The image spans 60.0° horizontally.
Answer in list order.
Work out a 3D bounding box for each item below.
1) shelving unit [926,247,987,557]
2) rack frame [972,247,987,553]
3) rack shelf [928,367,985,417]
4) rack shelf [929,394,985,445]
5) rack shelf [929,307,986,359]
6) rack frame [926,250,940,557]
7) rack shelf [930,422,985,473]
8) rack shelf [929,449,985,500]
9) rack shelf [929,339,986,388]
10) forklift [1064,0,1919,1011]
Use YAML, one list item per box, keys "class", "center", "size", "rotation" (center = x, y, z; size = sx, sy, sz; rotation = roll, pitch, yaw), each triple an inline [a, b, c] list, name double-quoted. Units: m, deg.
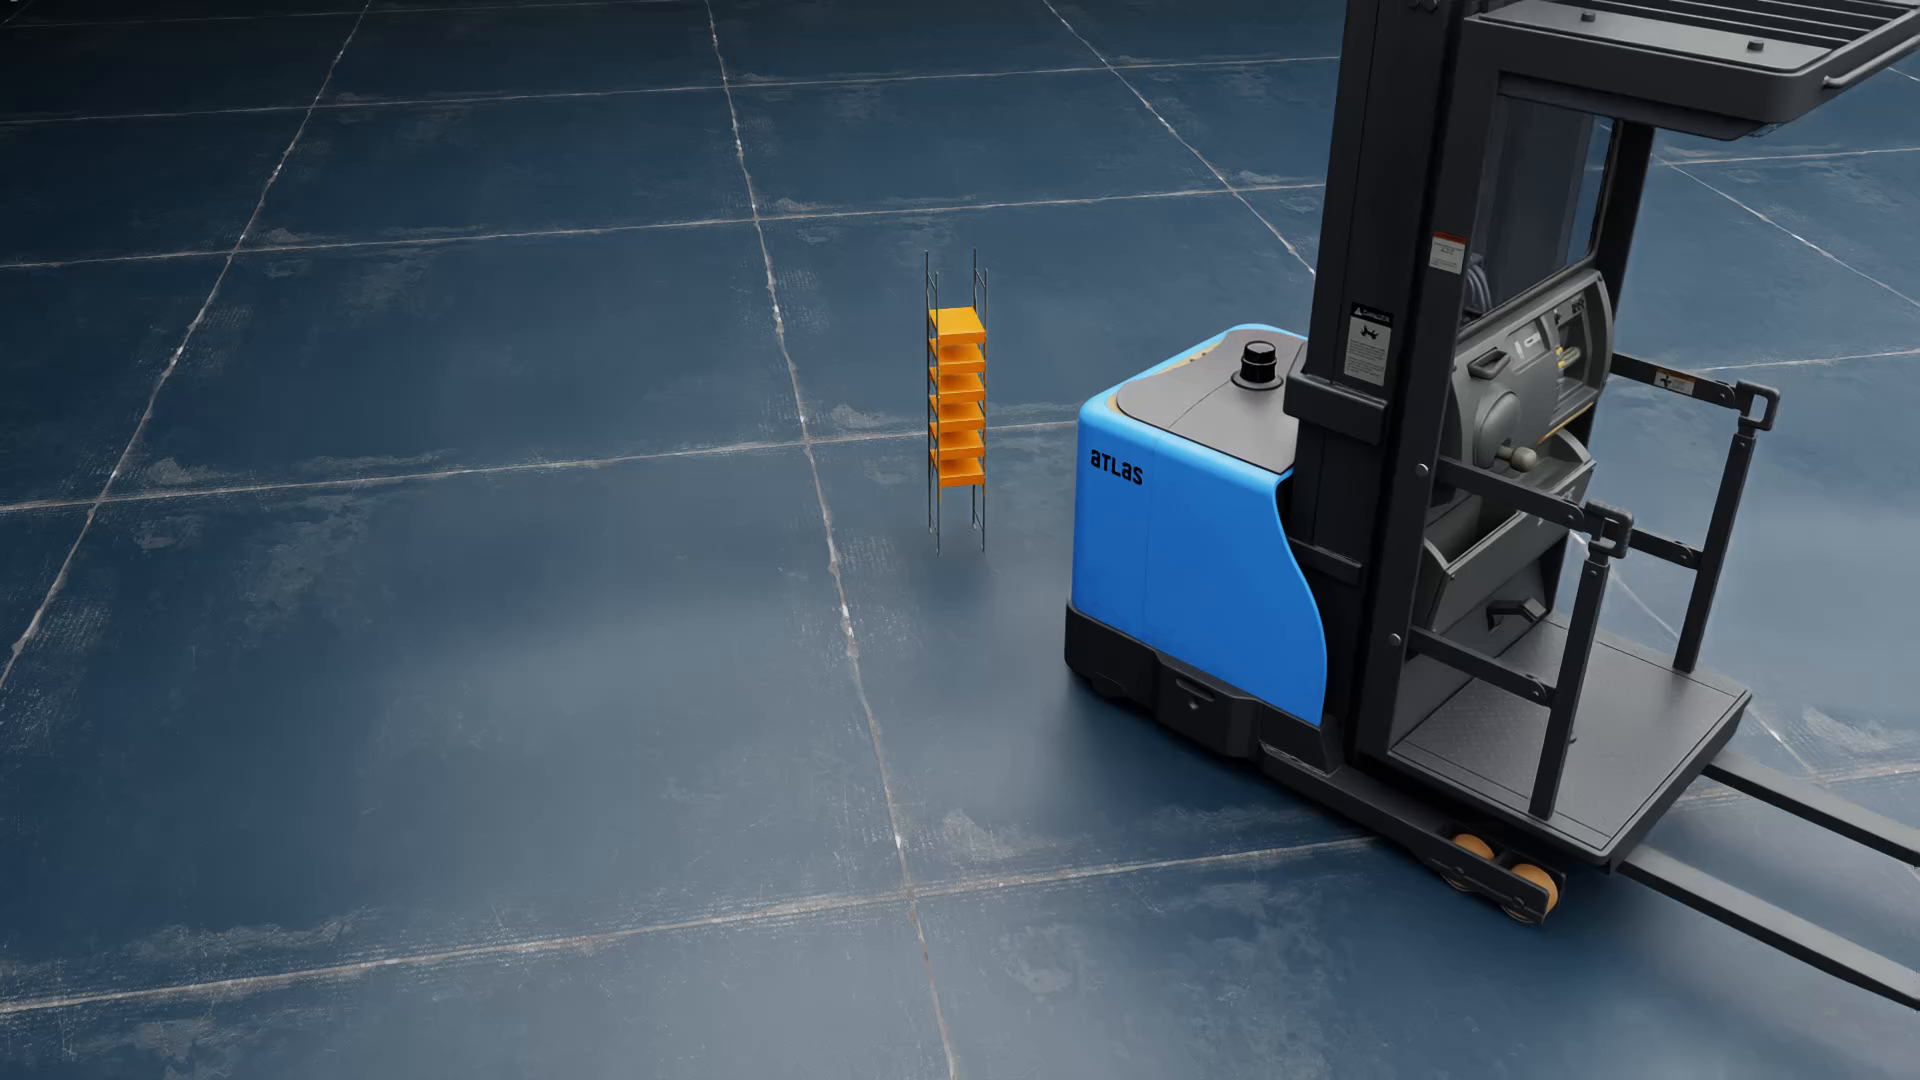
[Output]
- class: "shelving unit"
  center: [-0.014, -0.516, 6.444]
  size: [0.189, 1.200, 0.258]
  rotation: [-5, 31, -9]
- class: "rack frame"
  center: [0.076, -0.524, 6.458]
  size: [0.006, 1.200, 0.240]
  rotation: [-5, 31, -9]
- class: "rack shelf"
  center: [-0.014, -0.581, 6.405]
  size: [0.180, 0.103, 0.258]
  rotation: [-5, 31, -9]
- class: "rack shelf"
  center: [-0.014, -0.478, 6.466]
  size: [0.180, 0.103, 0.258]
  rotation: [-5, 31, -9]
- class: "rack shelf"
  center: [-0.014, -0.788, 6.284]
  size: [0.180, 0.103, 0.258]
  rotation: [-5, 31, -9]
- class: "rack frame"
  center: [-0.104, -0.508, 6.429]
  size: [0.006, 1.200, 0.240]
  rotation: [-5, 31, -9]
- class: "rack shelf"
  center: [-0.014, -0.374, 6.527]
  size: [0.180, 0.103, 0.258]
  rotation: [-5, 31, -9]
- class: "rack shelf"
  center: [-0.014, -0.271, 6.588]
  size: [0.180, 0.103, 0.258]
  rotation: [-5, 31, -9]
- class: "rack shelf"
  center: [-0.014, -0.684, 6.344]
  size: [0.180, 0.103, 0.258]
  rotation: [-5, 31, -9]
- class: "forklift"
  center: [1.789, -0.448, 4.621]
  size: [3.031, 2.935, 1.130]
  rotation: [25, 39, 36]
